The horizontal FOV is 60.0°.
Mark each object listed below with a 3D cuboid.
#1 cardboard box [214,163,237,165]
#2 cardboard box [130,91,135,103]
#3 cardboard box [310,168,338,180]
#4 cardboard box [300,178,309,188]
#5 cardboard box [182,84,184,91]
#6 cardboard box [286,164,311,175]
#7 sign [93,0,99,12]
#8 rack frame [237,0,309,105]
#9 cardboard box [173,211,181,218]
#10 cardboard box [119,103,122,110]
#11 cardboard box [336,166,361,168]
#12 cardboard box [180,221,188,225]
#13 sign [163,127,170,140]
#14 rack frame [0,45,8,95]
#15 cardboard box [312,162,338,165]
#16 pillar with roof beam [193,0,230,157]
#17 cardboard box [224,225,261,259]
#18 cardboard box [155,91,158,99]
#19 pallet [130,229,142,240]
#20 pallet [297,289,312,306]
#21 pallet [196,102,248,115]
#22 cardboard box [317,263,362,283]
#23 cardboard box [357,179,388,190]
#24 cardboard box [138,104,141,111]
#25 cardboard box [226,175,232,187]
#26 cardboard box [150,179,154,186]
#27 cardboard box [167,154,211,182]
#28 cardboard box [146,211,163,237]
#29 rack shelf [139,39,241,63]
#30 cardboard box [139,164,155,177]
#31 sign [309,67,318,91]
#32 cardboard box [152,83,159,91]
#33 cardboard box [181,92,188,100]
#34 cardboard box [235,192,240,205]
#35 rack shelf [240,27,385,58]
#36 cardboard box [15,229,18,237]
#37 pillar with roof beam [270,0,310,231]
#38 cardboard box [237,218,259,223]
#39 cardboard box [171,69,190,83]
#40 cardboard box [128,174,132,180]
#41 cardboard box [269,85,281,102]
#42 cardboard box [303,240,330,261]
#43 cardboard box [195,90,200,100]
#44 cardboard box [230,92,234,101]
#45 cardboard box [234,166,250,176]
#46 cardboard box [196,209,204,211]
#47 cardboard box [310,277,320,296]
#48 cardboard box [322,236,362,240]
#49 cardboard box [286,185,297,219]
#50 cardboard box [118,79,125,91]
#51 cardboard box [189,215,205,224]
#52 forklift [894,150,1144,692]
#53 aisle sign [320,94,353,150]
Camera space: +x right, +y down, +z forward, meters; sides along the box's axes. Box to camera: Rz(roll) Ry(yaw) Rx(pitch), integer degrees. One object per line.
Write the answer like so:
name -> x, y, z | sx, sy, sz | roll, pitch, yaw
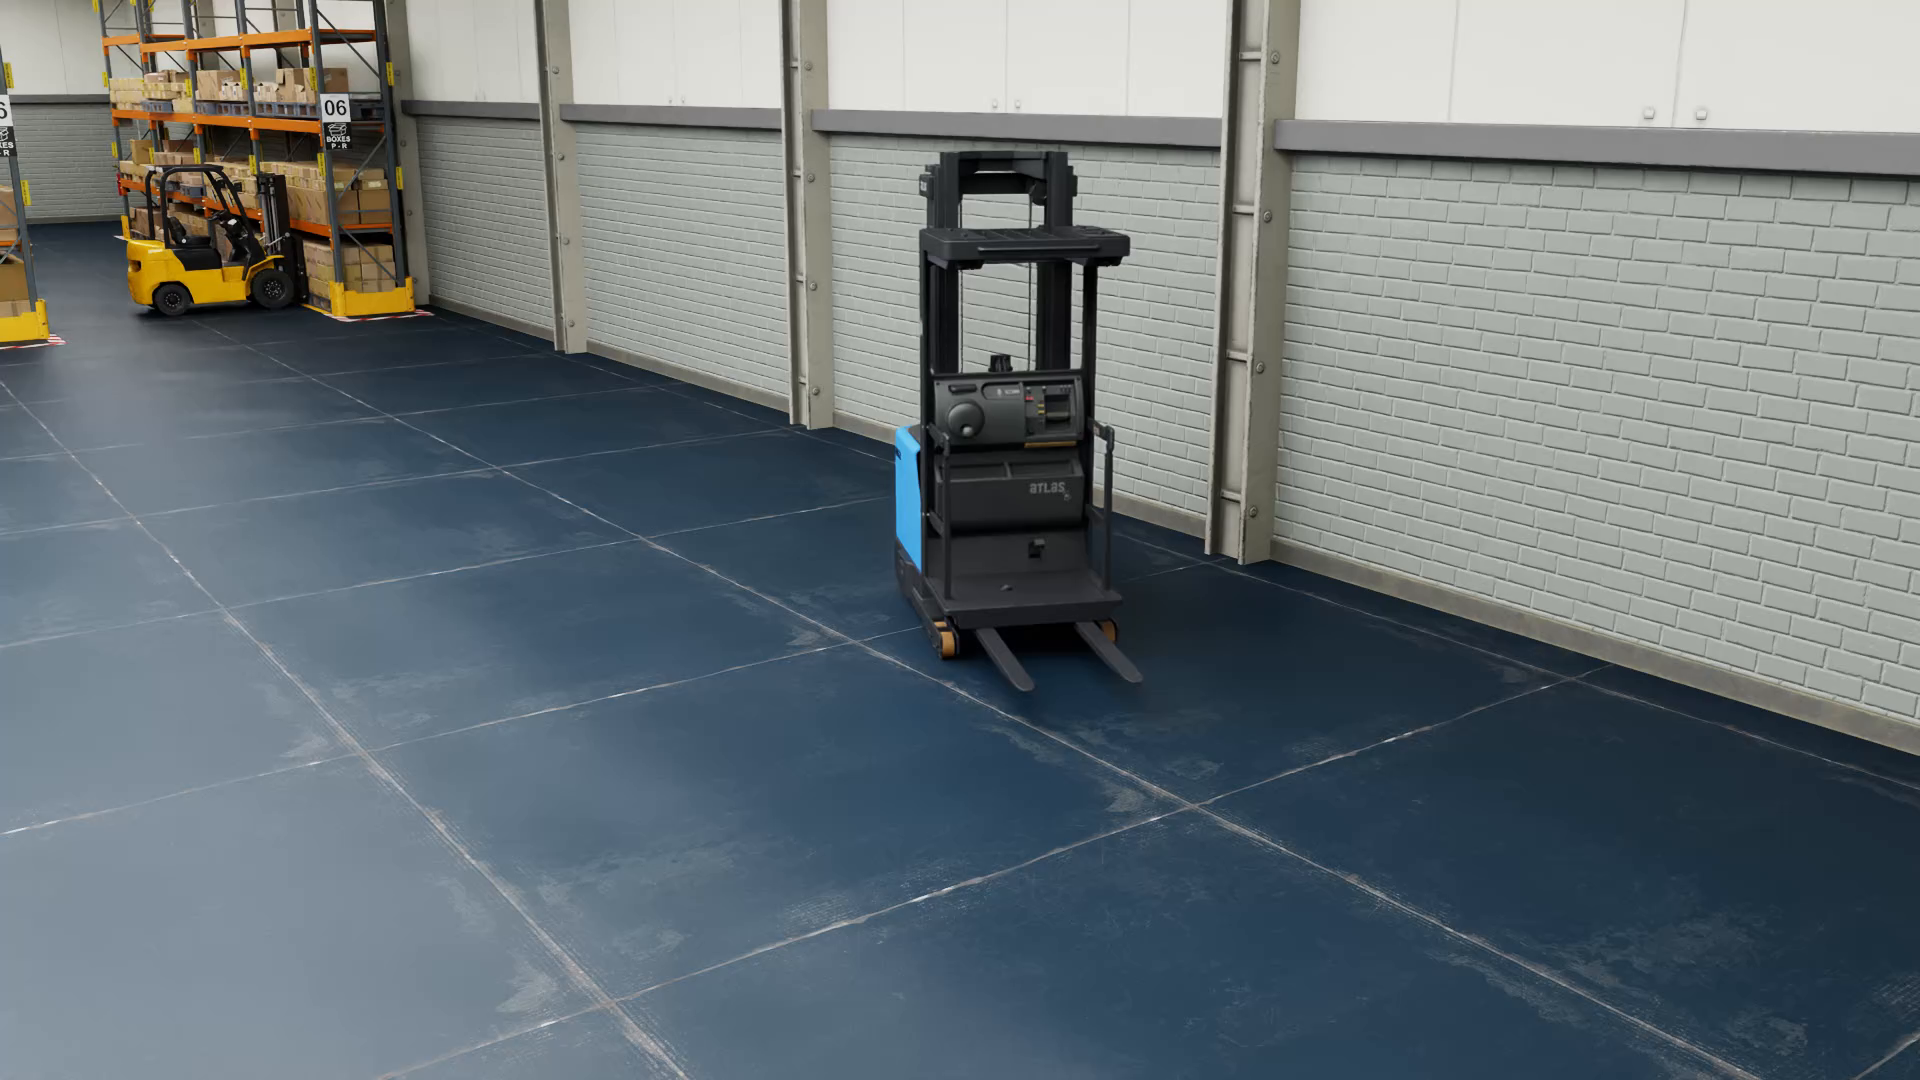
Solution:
cardboard box -> -13.293, -6.736, 30.087 | 0.380, 0.149, 0.250 | -10, 18, -33
cardboard box -> -17.016, -9.253, 34.740 | 0.500, 0.250, 0.500 | -10, 18, -33
cardboard box -> -9.595, -5.536, 25.139 | 0.380, 0.149, 0.250 | -10, 18, -33
cardboard box -> -9.908, -5.499, 25.567 | 0.380, 0.149, 0.250 | -12, 19, -36
cardboard box -> -14.395, -8.516, 31.294 | 0.380, 0.149, 0.250 | -11, 19, -35
cardboard box -> -10.451, -5.870, 26.359 | 0.380, 0.149, 0.250 | -11, 19, -35
sign -> -18.715, -11.603, 36.003 | 0.100, 0.325, 0.005 | -11, 19, -35
rack frame -> -11.220, -8.636, 27.082 | 1.000, 3.000, 0.127 | -11, 19, -35
cardboard box -> -15.703, -6.595, 33.702 | 0.380, 0.149, 0.250 | -11, 19, -36
cardboard box -> -17.901, -9.348, 35.841 | 0.380, 0.149, 0.250 | -10, 18, -33
cardboard box -> -9.495, -5.720, 25.813 | 0.380, 0.149, 0.250 | -10, 18, -33
cardboard box -> -15.211, -6.090, 33.084 | 0.500, 0.500, 0.500 | -12, 19, -36
sign -> -17.815, -9.097, 37.341 | 0.100, 0.325, 0.005 | -11, 19, -35
rack frame -> -12.881, -7.010, 21.144 | 1.000, 3.000, 0.127 | -11, 19, -35
cardboard box -> -10.310, -6.067, 27.080 | 0.380, 0.149, 0.250 | -11, 19, -36
pillar with roof beam -> -19.086, -9.964, 31.937 | 9.100, 9.000, 0.400 | -11, 19, -35
cardboard box -> -12.826, -5.380, 30.253 | 0.875, 0.625, 0.625 | -10, 18, -33
cardboard box -> -15.467, -8.684, 32.430 | 0.380, 0.149, 0.250 | -11, 19, -35
pallet -> -17.762, -6.773, 36.924 | 1.003, 0.211, 1.213 | -11, 19, -35
pallet -> -10.065, -3.960, 26.645 | 1.003, 0.211, 1.213 | -11, 19, -35
pallet -> -13.101, -7.821, 30.145 | 1.213, 0.211, 1.003 | -10, 18, -32
cardboard box -> -9.407, -4.061, 25.197 | 0.500, 0.250, 0.500 | -11, 19, -35
cardboard box -> -8.858, -5.362, 25.066 | 0.380, 0.149, 0.250 | -11, 19, -36
cardboard box -> -16.807, -8.972, 34.467 | 0.380, 0.149, 0.250 | -11, 19, -35
cardboard box -> -12.601, -6.306, 29.270 | 0.500, 0.250, 0.500 | -11, 19, -34
cardboard box -> -16.659, -7.462, 34.634 | 0.380, 0.149, 0.250 | -10, 18, -33
cardboard box -> -15.054, -7.285, 32.526 | 0.700, 0.500, 0.500 | -11, 19, -35
cardboard box -> -16.911, -6.746, 35.481 | 0.700, 0.500, 0.500 | -12, 19, -37
rack shelf -> -14.748, -9.377, 31.911 | 1.077, 0.370, 4.000 | -11, 19, -35
cardboard box -> -17.010, -7.806, 35.134 | 0.500, 0.250, 0.500 | -11, 19, -35
sign -> -9.315, -6.642, 23.954 | 0.100, 0.325, 0.005 | -11, 19, -35
cardboard box -> -15.601, -8.881, 32.588 | 0.380, 0.149, 0.250 | -11, 19, -35
cardboard box -> -14.427, -8.366, 31.308 | 0.380, 0.149, 0.250 | -11, 19, -35
cardboard box -> -12.295, -5.954, 28.933 | 0.500, 0.250, 0.500 | -11, 19, -34
rack shelf -> -10.044, -7.669, 25.670 | 1.077, 0.370, 4.000 | -11, 19, -35
cardboard box -> -13.164, -4.221, 22.793 | 0.380, 0.149, 0.250 | -12, 19, -36
pillar with roof beam -> -15.559, -8.683, 27.256 | 9.100, 9.000, 0.400 | -11, 19, -35
cardboard box -> -13.627, -6.066, 31.768 | 0.380, 0.149, 0.250 | -10, 18, -32
cardboard box -> -15.506, -9.264, 33.203 | 0.396, 0.266, 0.258 | -11, 19, -35
cardboard box -> -18.117, -8.024, 36.685 | 0.380, 0.149, 0.250 | -10, 18, -33
cardboard box -> -10.593, -7.011, 26.097 | 0.396, 0.266, 0.258 | -11, 19, -36
cardboard box -> -10.001, -4.511, 25.894 | 0.500, 0.250, 0.500 | -11, 19, -34
cardboard box -> -13.613, -8.060, 30.117 | 0.380, 0.166, 0.250 | -11, 19, -35
cardboard box -> -12.112, -7.506, 28.128 | 0.380, 0.149, 0.250 | -11, 19, -35
cardboard box -> -12.376, -6.410, 28.896 | 0.380, 0.149, 0.250 | -11, 19, -34
cardboard box -> -15.474, -6.726, 34.181 | 0.380, 0.149, 0.250 | -12, 19, -37
cardboard box -> -9.685, -3.923, 25.642 | 0.500, 0.250, 0.500 | -11, 19, -35
cardboard box -> -9.875, -4.704, 26.599 | 0.500, 0.250, 0.500 | -11, 19, -36
cardboard box -> -10.274, -5.328, 26.171 | 0.500, 0.500, 0.500 | -11, 19, -34
cardboard box -> -17.628, -9.713, 35.475 | 0.500, 0.250, 0.500 | -11, 19, -35
cardboard box -> -14.824, -6.260, 32.476 | 0.380, 0.149, 0.250 | -12, 19, -37
forklift -> 0.348, -0.809, 9.981 | 1.130, 2.935, 3.031 | -3, 16, -11
aisle sign -> -9.067, -6.082, 24.192 | 0.394, 0.787, 0.004 | -11, 19, -35
